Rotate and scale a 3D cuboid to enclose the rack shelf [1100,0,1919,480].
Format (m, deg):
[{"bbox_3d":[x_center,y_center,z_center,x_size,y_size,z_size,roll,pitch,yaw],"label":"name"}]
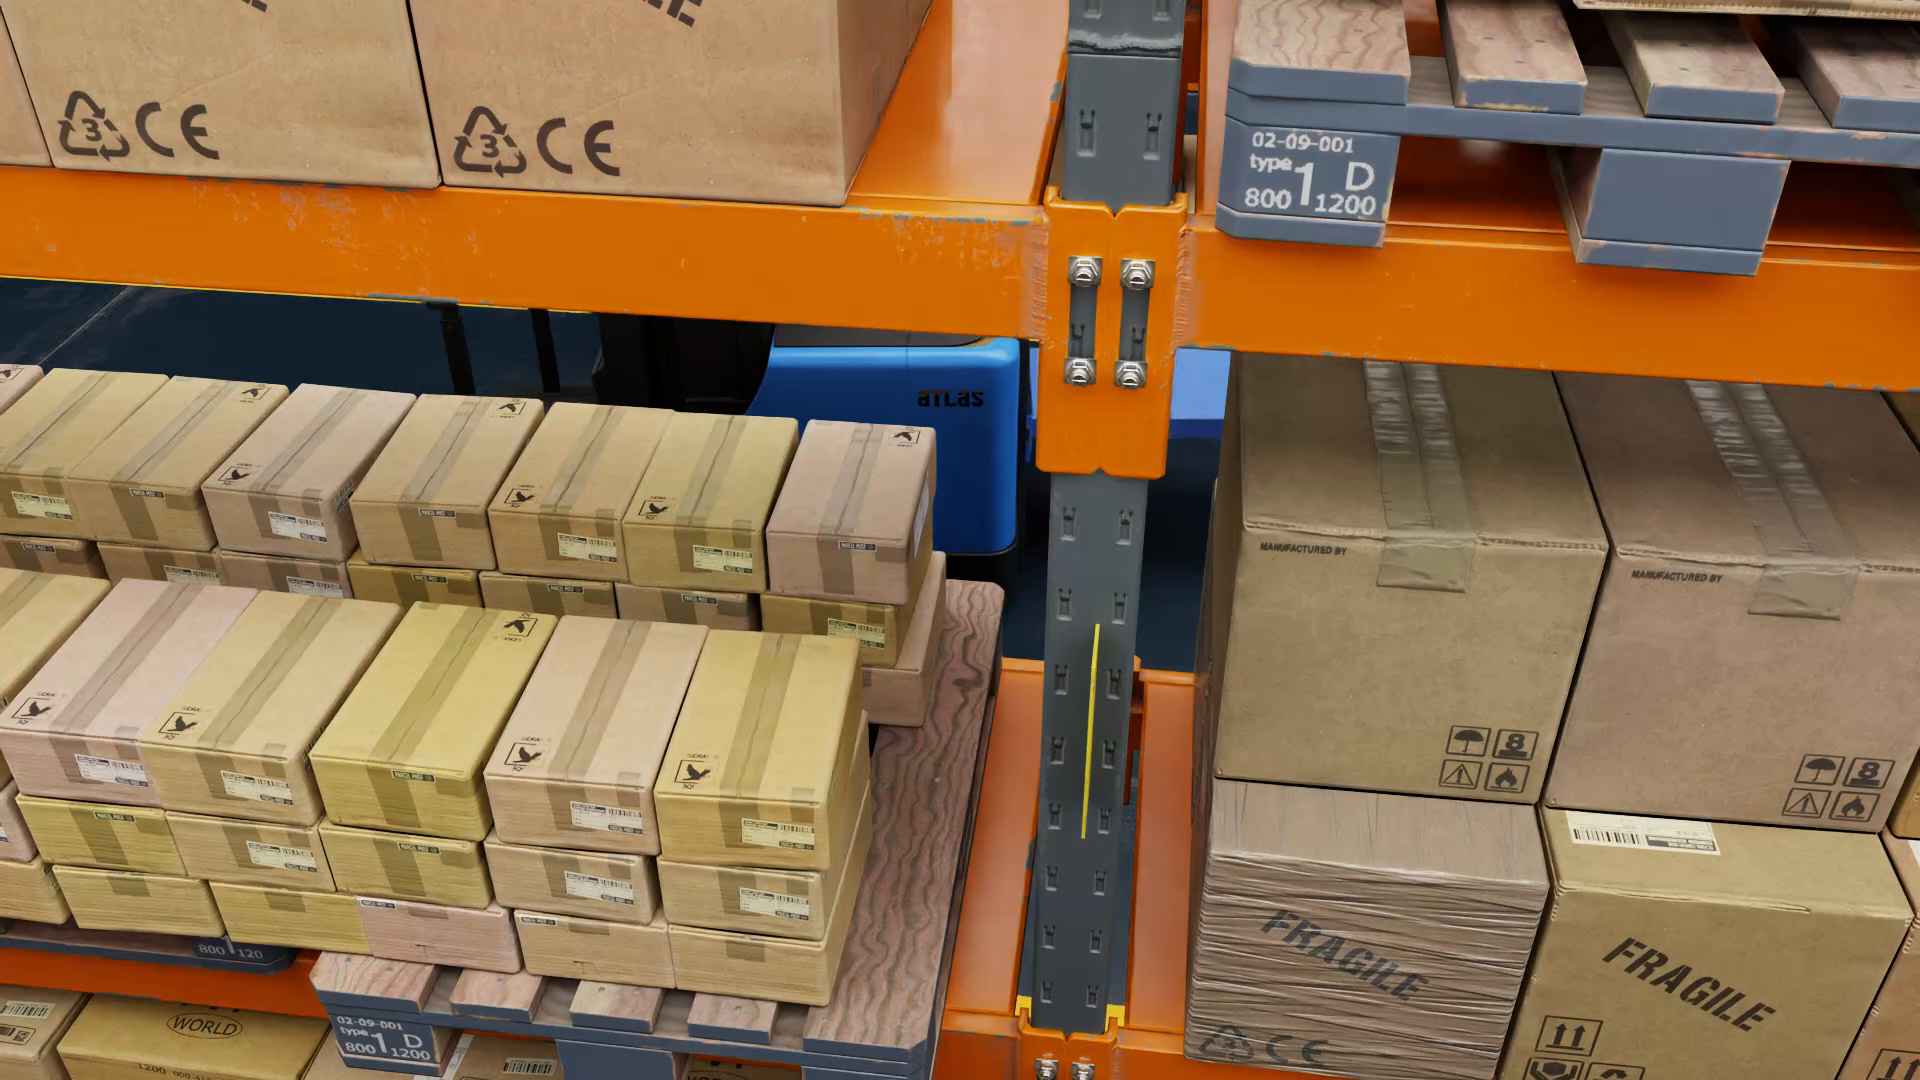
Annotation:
[{"bbox_3d":[2.228,-0.381,2.239,4.000,0.370,1.077,4,36,6],"label":"rack shelf"}]

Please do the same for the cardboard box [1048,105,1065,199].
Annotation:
[{"bbox_3d":[0.100,-1.866,7.749,0.875,0.875,0.875,4,36,6],"label":"cardboard box"}]

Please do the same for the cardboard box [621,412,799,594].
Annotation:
[{"bbox_3d":[-0.456,-0.076,3.117,0.250,0.149,0.380,3,36,5],"label":"cardboard box"}]

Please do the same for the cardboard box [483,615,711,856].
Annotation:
[{"bbox_3d":[-0.549,0.296,2.595,0.250,0.149,0.380,4,36,5],"label":"cardboard box"}]

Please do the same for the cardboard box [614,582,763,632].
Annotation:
[{"bbox_3d":[-0.479,0.039,3.212,0.250,0.149,0.380,6,36,8],"label":"cardboard box"}]

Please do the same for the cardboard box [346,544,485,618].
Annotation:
[{"bbox_3d":[-0.994,0.003,3.263,0.250,0.149,0.380,4,36,6],"label":"cardboard box"}]

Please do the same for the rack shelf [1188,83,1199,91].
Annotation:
[{"bbox_3d":[2.758,-2.020,7.117,4.000,0.370,1.077,4,36,6],"label":"rack shelf"}]

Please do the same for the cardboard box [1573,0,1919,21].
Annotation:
[{"bbox_3d":[0.934,-0.817,1.859,0.500,0.311,0.500,4,36,6],"label":"cardboard box"}]

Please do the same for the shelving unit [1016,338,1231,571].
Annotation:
[{"bbox_3d":[0.727,-0.643,5.860,1.048,1.500,0.538,0,36,0],"label":"shelving unit"}]

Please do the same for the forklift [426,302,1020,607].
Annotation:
[{"bbox_3d":[-1.313,-1.192,5.398,3.031,2.935,1.130,0,36,0],"label":"forklift"}]

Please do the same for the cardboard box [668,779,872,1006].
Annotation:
[{"bbox_3d":[-0.303,0.559,2.740,0.250,0.149,0.380,5,36,7],"label":"cardboard box"}]

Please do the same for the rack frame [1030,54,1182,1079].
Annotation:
[{"bbox_3d":[0.245,0.399,3.109,0.127,3.000,1.000,4,36,6],"label":"rack frame"}]

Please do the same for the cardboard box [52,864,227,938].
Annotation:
[{"bbox_3d":[-1.318,0.481,2.849,0.250,0.149,0.380,3,36,4],"label":"cardboard box"}]

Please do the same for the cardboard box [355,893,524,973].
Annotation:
[{"bbox_3d":[-0.805,0.521,2.793,0.250,0.149,0.380,5,36,7],"label":"cardboard box"}]

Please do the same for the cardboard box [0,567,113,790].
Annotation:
[{"bbox_3d":[-1.582,0.219,2.703,0.250,0.149,0.380,6,36,8],"label":"cardboard box"}]

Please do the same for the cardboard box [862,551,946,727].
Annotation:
[{"bbox_3d":[-0.174,0.181,3.269,0.250,0.149,0.380,4,36,5],"label":"cardboard box"}]

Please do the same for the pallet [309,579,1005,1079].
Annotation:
[{"bbox_3d":[-0.476,0.486,3.152,1.003,0.211,1.213,4,36,6],"label":"pallet"}]

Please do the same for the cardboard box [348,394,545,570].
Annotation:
[{"bbox_3d":[-0.961,-0.116,3.174,0.250,0.149,0.380,3,36,4],"label":"cardboard box"}]

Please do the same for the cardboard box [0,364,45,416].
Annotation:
[{"bbox_3d":[-2.007,-0.194,3.282,0.250,0.149,0.380,3,36,4],"label":"cardboard box"}]

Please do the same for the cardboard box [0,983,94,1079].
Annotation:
[{"bbox_3d":[-1.990,0.930,3.510,0.500,0.250,0.500,6,36,8],"label":"cardboard box"}]

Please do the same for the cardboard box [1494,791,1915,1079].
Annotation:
[{"bbox_3d":[1.160,0.583,2.765,0.500,0.500,0.500,4,36,6],"label":"cardboard box"}]

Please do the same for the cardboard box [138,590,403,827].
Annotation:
[{"bbox_3d":[-1.074,0.259,2.647,0.250,0.149,0.380,5,36,7],"label":"cardboard box"}]

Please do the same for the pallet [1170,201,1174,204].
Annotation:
[{"bbox_3d":[1.550,-1.267,7.843,1.213,0.211,1.003,4,36,6],"label":"pallet"}]

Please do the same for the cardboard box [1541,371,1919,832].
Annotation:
[{"bbox_3d":[1.190,0.027,2.683,0.500,0.500,0.700,4,36,5],"label":"cardboard box"}]

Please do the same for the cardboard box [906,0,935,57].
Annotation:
[{"bbox_3d":[-0.288,-1.058,2.482,0.500,0.500,0.500,4,36,6],"label":"cardboard box"}]

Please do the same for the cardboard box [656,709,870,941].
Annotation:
[{"bbox_3d":[-0.303,0.435,2.657,0.250,0.149,0.380,5,36,7],"label":"cardboard box"}]

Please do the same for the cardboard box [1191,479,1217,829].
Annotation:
[{"bbox_3d":[0.725,0.237,3.250,0.500,0.500,0.500,4,36,6],"label":"cardboard box"}]

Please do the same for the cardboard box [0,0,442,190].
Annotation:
[{"bbox_3d":[-0.852,-0.788,2.104,0.500,0.500,0.500,4,36,6],"label":"cardboard box"}]

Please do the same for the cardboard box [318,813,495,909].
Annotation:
[{"bbox_3d":[-0.830,0.398,2.708,0.250,0.149,0.380,5,36,7],"label":"cardboard box"}]

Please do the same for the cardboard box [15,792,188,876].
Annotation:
[{"bbox_3d":[-1.324,0.360,2.762,0.250,0.149,0.380,4,36,6],"label":"cardboard box"}]

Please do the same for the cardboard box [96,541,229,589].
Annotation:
[{"bbox_3d":[-1.487,-0.036,3.318,0.250,0.149,0.380,4,36,6],"label":"cardboard box"}]

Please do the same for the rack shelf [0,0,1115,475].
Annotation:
[{"bbox_3d":[-1.739,-0.677,2.654,4.000,0.370,1.077,4,36,6],"label":"rack shelf"}]

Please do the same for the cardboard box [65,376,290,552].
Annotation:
[{"bbox_3d":[-1.493,-0.154,3.226,0.250,0.149,0.380,5,36,7],"label":"cardboard box"}]

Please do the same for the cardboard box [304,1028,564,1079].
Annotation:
[{"bbox_3d":[-0.970,1.010,3.398,0.500,0.250,0.500,5,36,7],"label":"cardboard box"}]

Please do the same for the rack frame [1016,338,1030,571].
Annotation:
[{"bbox_3d":[0.218,-0.643,5.859,0.032,1.500,0.500,0,36,0],"label":"rack frame"}]
